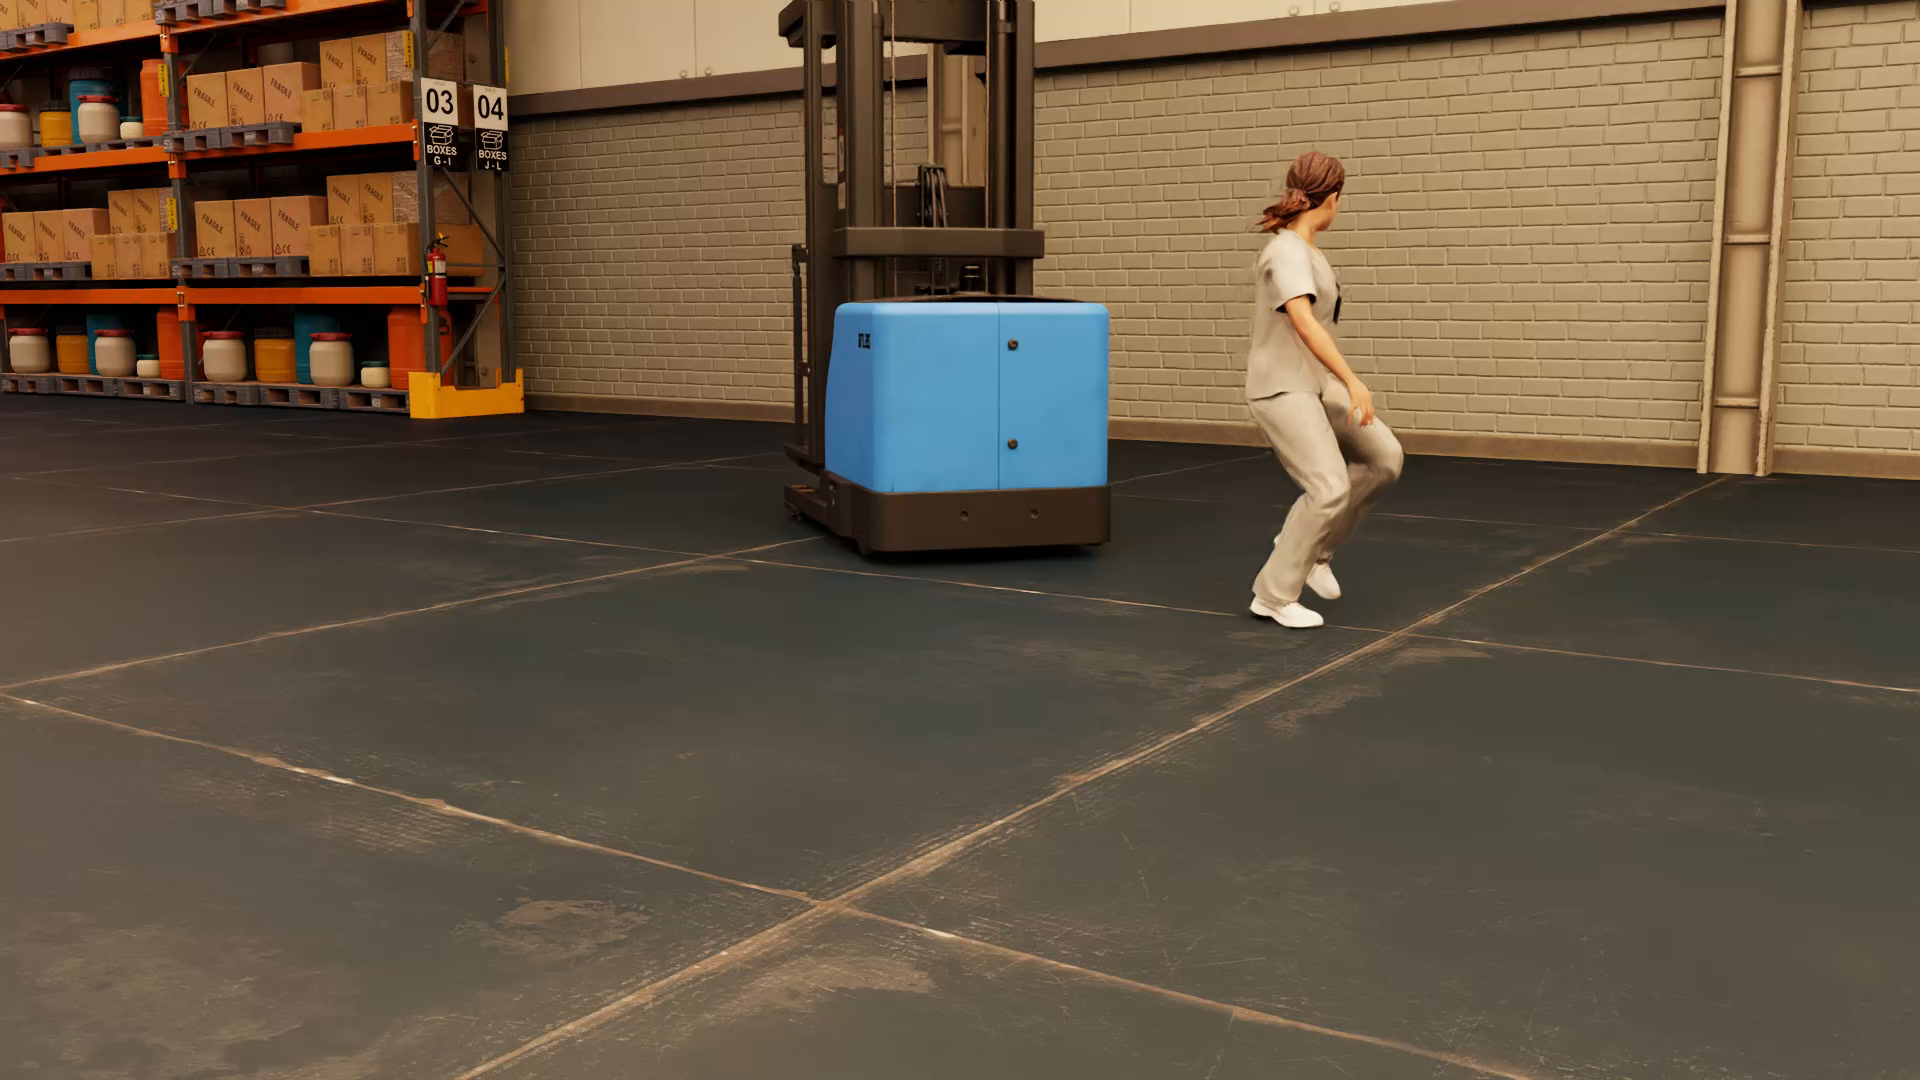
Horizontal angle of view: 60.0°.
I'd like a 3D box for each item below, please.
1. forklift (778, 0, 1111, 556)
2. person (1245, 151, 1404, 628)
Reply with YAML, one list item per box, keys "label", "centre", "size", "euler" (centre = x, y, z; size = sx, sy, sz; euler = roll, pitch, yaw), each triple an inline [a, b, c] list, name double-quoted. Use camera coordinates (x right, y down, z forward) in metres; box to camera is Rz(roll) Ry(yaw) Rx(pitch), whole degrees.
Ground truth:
- label: "forklift"
  centre: [-0.261, -1.554, 8.118]
  size: [1.130, 2.935, 3.031]
  euler: [-2, 8, -16]
- label: "person"
  centre: [1.205, -0.513, 5.655]
  size: [0.545, 1.575, 0.705]
  euler: [4, 9, 29]
